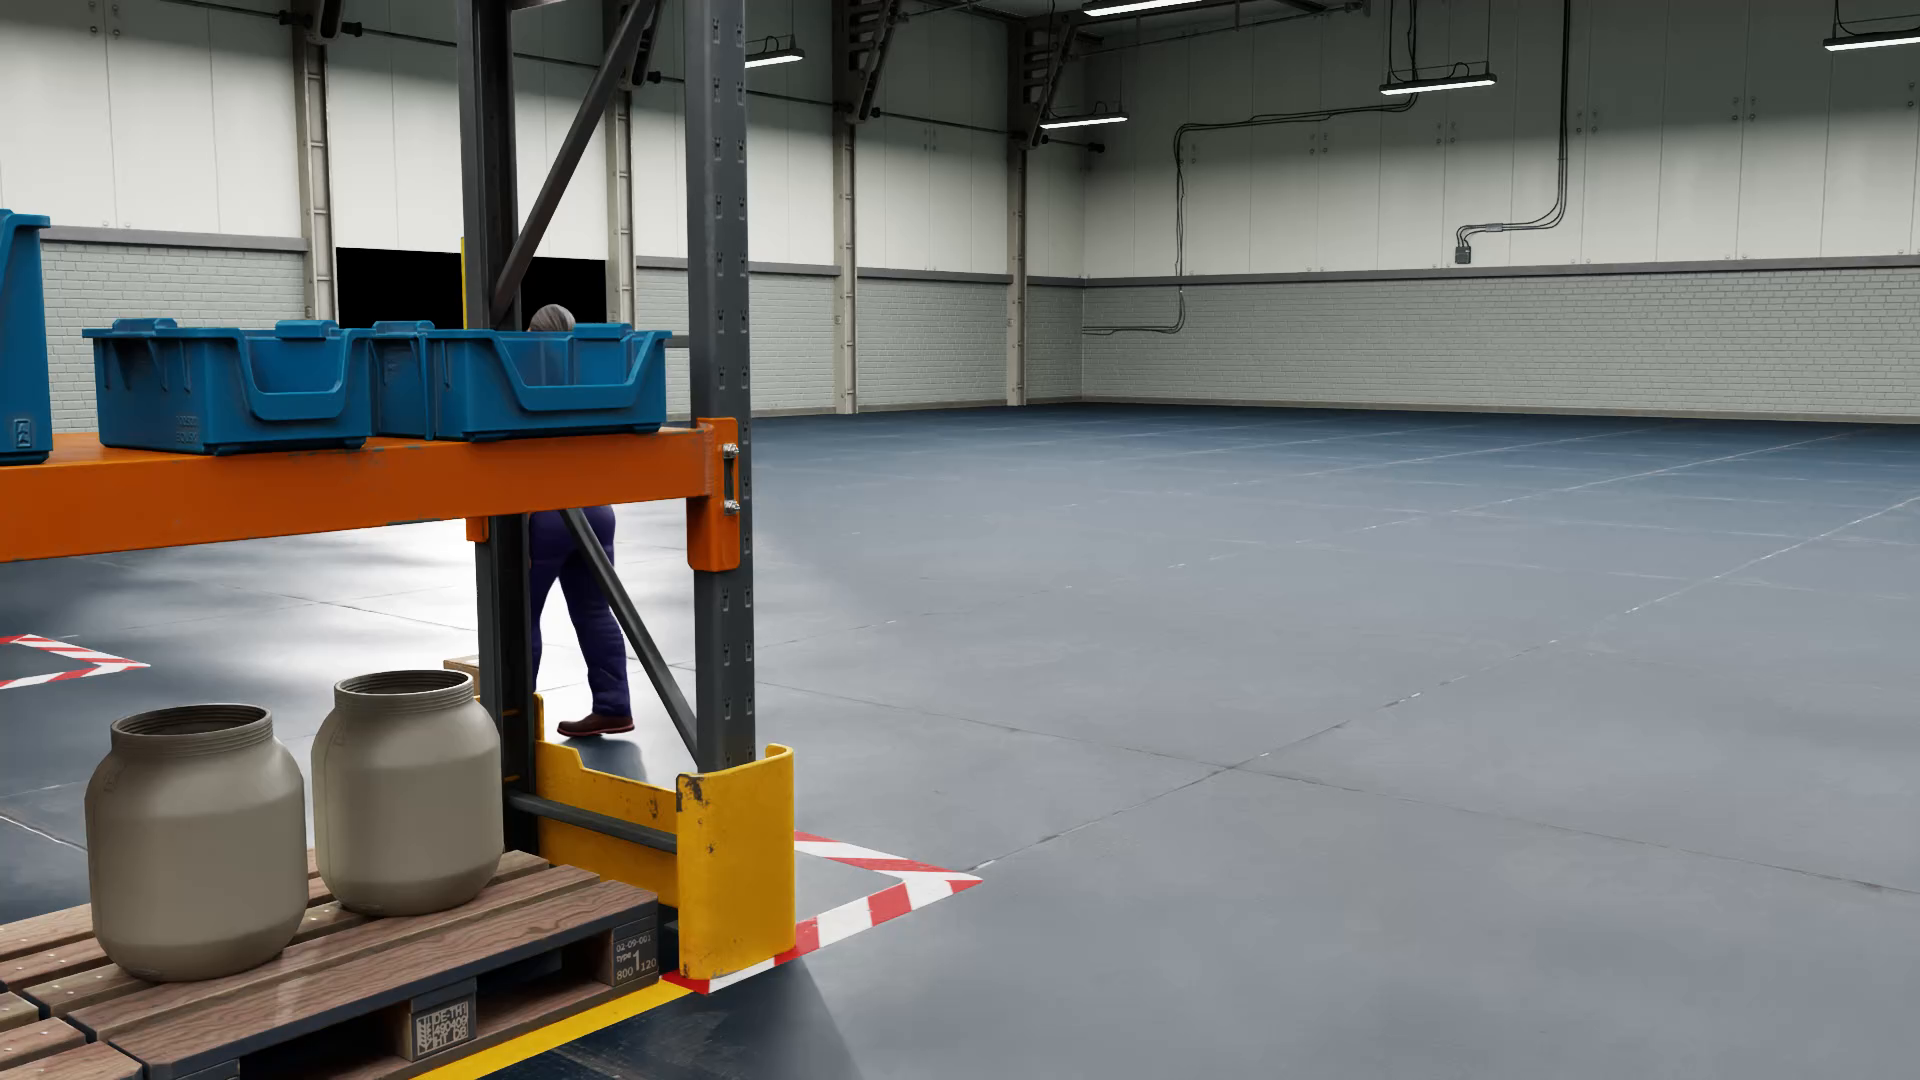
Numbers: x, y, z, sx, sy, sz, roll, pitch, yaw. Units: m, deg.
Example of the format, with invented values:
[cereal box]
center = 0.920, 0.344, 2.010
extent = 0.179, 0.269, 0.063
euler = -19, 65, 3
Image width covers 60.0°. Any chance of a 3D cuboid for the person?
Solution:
[person]
center = -1.579, -0.061, 6.295
extent = 0.547, 1.648, 0.492
euler = 4, 8, 28
